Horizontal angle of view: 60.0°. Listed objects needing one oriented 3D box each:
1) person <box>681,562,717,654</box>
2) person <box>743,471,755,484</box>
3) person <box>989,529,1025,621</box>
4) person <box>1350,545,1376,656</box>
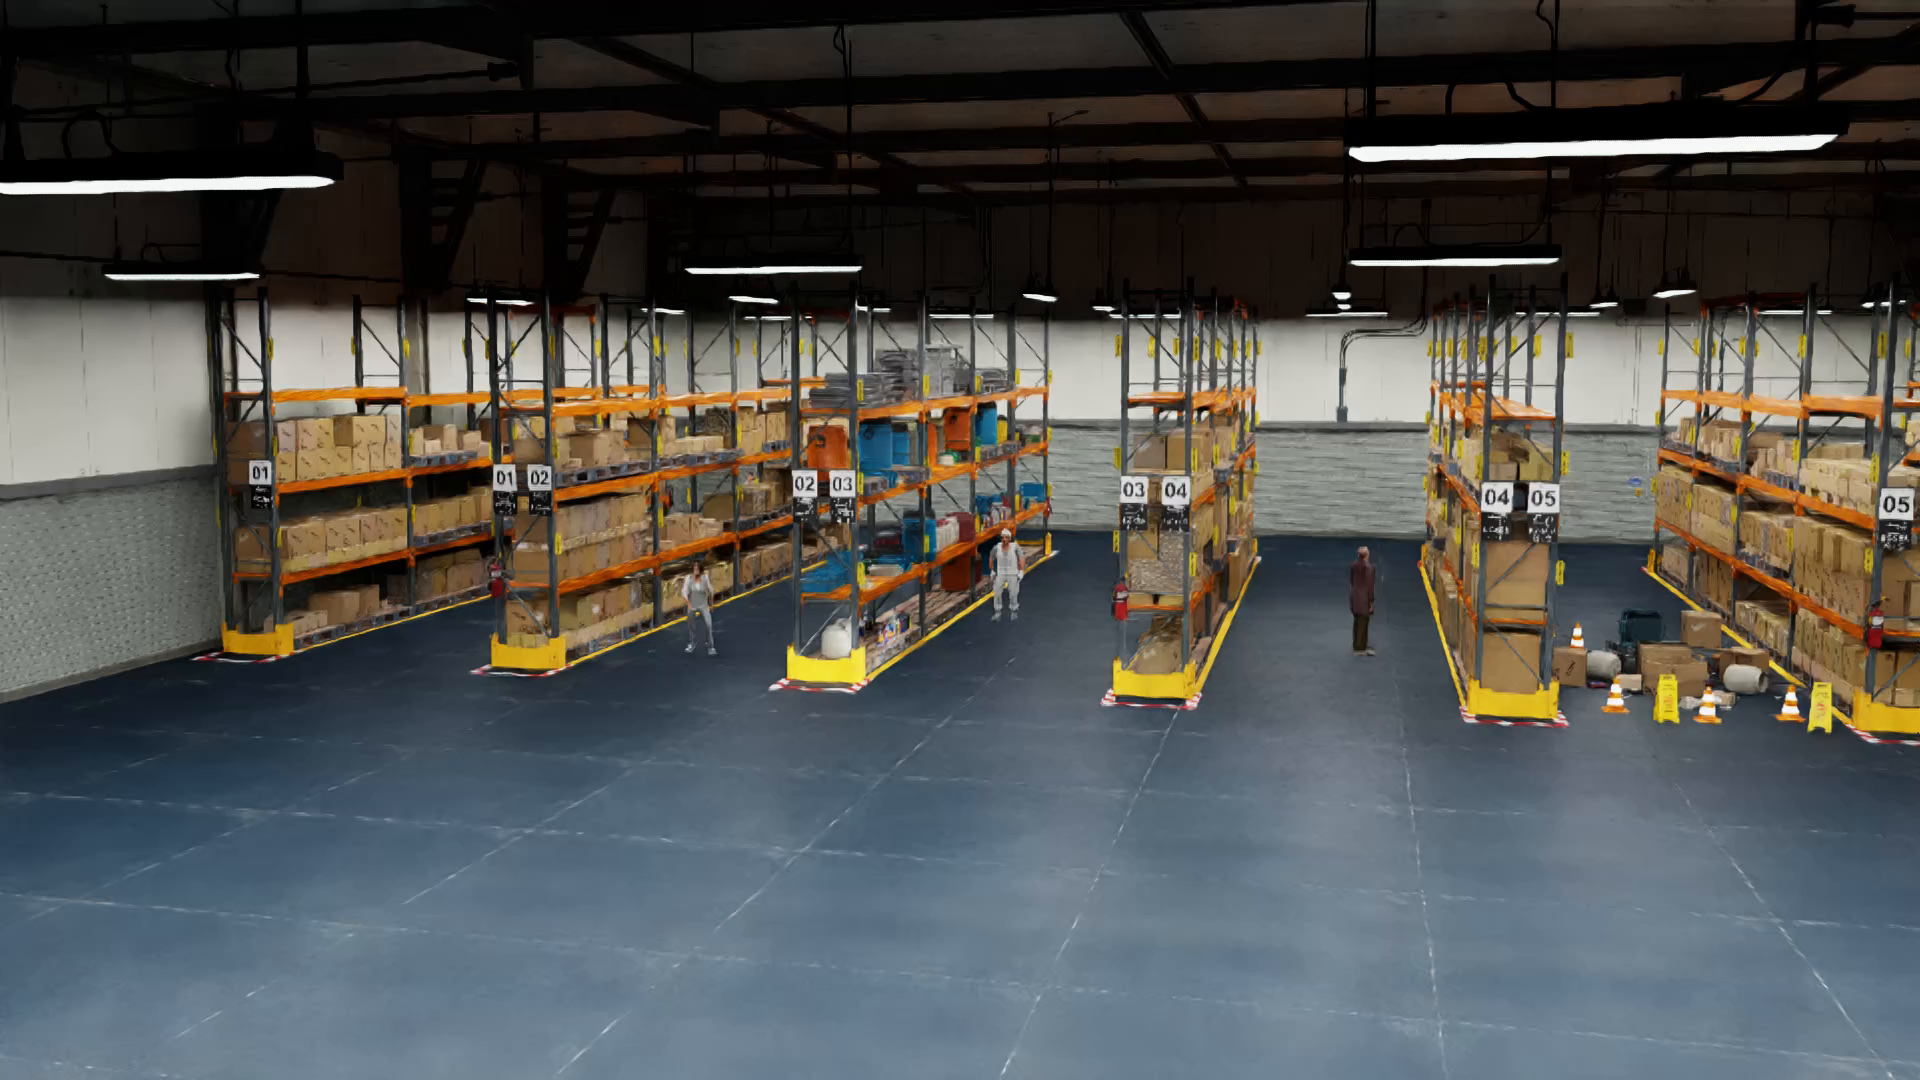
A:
[{"bbox_3d":[-4.289,1.099,27.324,0.567,1.533,0.754,-1,7,-8],"label":"person"},{"bbox_3d":[-5.796,-1.110,46.287,0.580,1.619,0.507,1,7,11],"label":"person"},{"bbox_3d":[0.852,0.644,30.524,0.677,1.742,0.551,1,7,12],"label":"person"},{"bbox_3d":[6.643,0.974,27.270,0.514,1.785,0.638,-2,7,-17],"label":"person"}]
